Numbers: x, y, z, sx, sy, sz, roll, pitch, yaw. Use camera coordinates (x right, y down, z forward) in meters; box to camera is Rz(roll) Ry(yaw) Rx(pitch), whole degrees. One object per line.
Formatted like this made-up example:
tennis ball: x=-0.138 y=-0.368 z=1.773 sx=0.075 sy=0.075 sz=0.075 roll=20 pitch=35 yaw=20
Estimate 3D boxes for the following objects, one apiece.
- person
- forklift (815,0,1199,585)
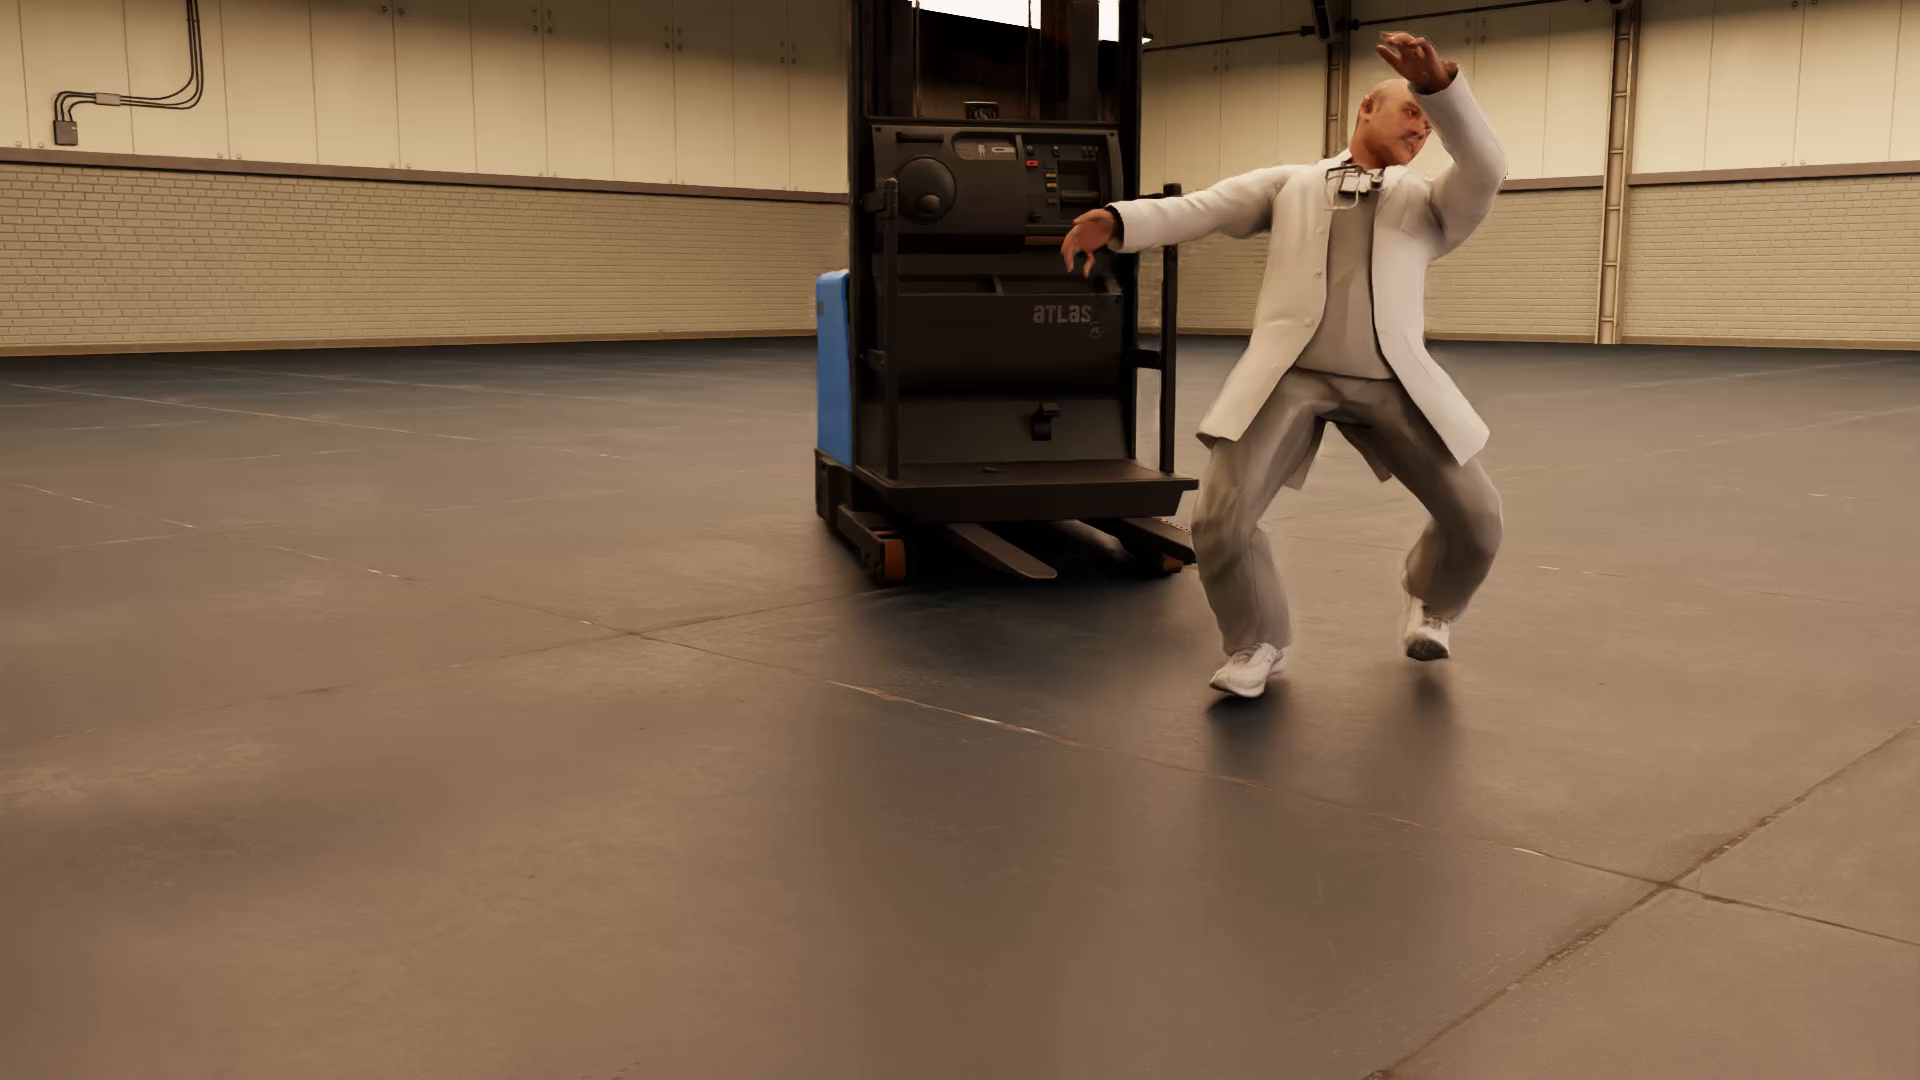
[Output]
person: x=0.786 y=-0.390 z=4.077 sx=1.099 sy=1.547 sz=0.805 roll=0 pitch=9 yaw=0
forklift: x=0.189 y=-1.355 z=5.872 sx=1.130 sy=2.935 sz=3.031 roll=-2 pitch=9 yaw=-13
